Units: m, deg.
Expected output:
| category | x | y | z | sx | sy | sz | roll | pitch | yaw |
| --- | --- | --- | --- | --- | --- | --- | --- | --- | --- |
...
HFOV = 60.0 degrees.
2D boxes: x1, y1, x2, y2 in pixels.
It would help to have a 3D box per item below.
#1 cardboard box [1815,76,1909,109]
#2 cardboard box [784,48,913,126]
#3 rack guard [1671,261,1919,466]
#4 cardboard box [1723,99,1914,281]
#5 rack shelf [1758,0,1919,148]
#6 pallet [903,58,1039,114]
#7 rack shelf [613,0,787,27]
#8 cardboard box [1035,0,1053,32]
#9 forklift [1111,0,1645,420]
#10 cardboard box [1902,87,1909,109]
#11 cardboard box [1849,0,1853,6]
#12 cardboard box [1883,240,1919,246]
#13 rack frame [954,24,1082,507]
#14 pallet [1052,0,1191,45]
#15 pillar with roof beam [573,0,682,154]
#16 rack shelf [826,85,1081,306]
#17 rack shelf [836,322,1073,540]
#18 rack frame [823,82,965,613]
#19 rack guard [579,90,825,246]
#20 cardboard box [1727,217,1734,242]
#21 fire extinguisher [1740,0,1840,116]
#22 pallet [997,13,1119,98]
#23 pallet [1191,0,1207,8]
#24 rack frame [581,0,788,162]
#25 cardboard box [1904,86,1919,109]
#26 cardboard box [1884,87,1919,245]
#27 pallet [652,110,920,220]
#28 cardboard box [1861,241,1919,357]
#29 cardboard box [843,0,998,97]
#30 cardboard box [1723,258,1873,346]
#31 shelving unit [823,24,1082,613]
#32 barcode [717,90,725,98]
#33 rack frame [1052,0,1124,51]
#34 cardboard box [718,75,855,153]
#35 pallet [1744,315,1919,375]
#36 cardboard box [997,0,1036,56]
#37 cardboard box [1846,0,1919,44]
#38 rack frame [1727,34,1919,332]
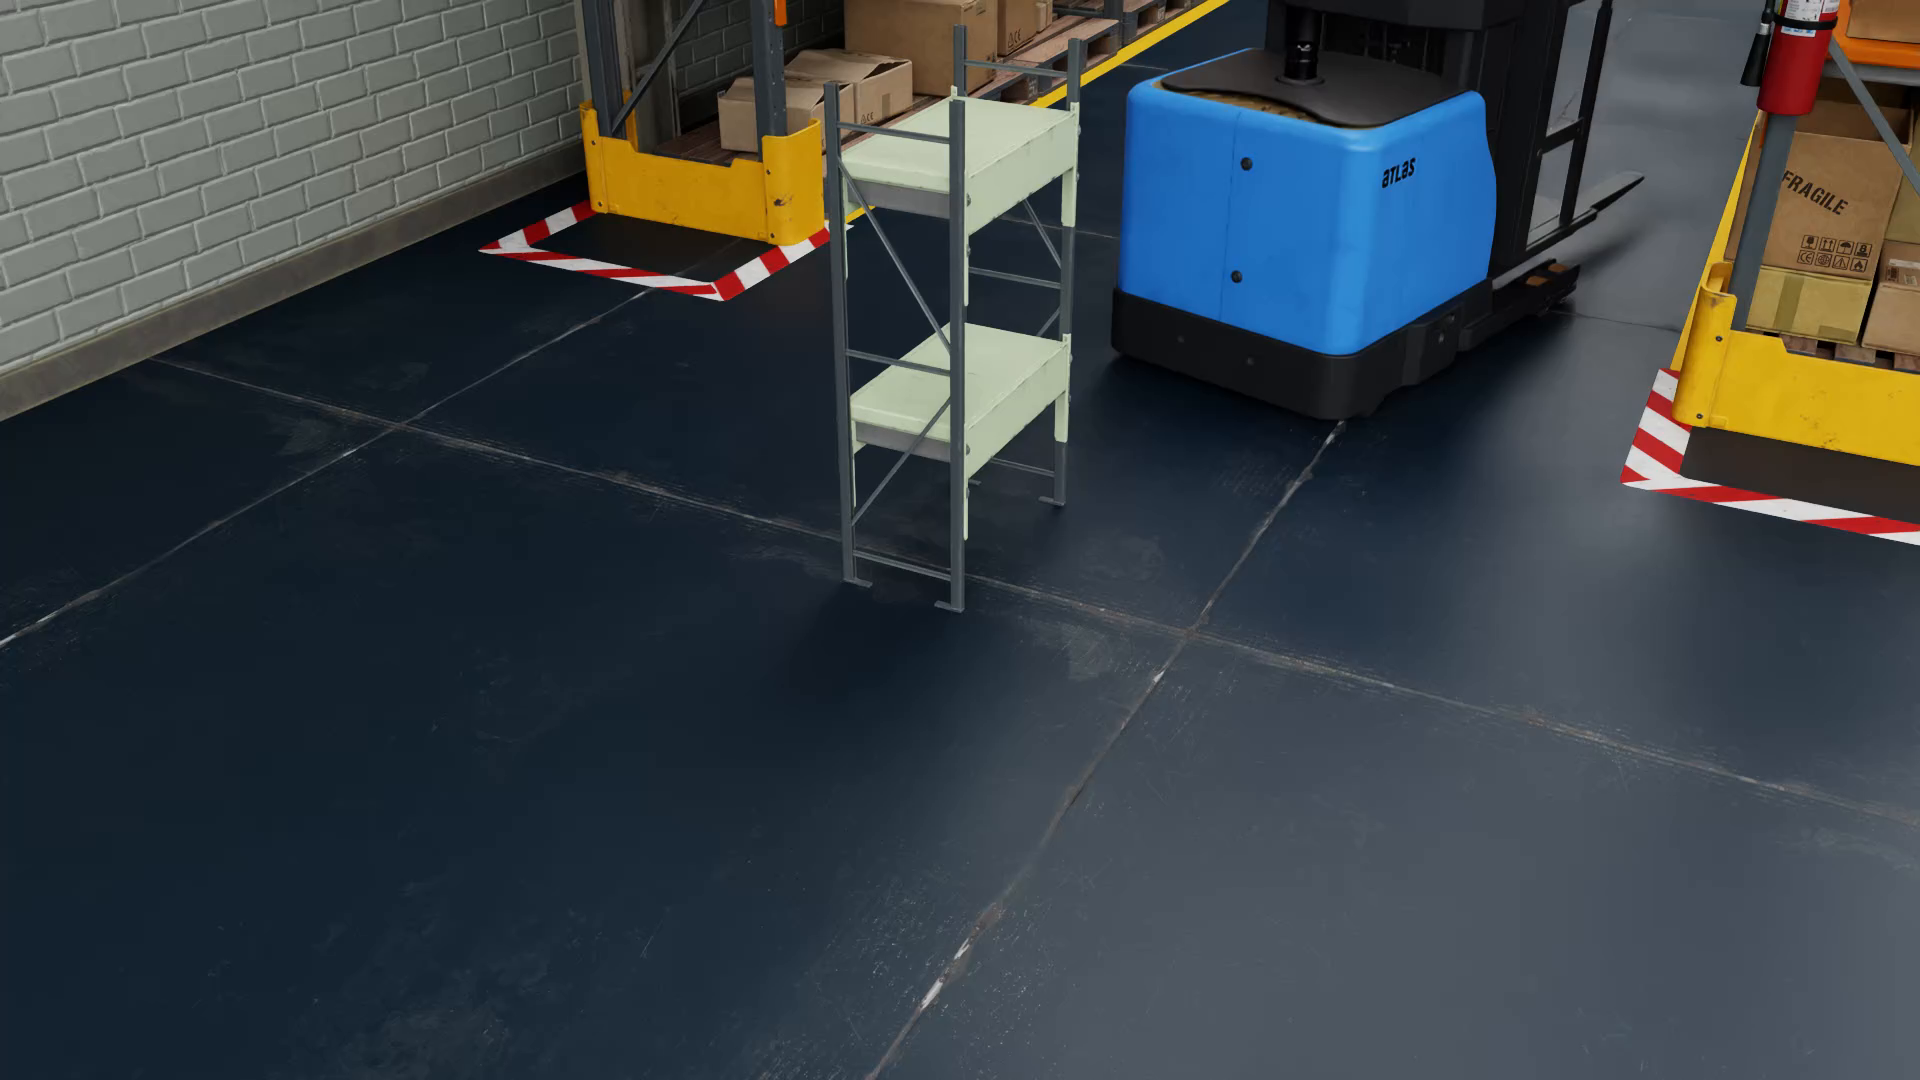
| category | x | y | z | sx | sy | sz | roll | pitch | yaw |
| --- | --- | --- | --- | --- | --- | --- | --- | --- | --- |
| cardboard box | 3.588 | -1.751 | 6.874 | 0.500 | 0.500 | 0.500 | 14 | 33 | 23 |
| cardboard box | -0.590 | -2.371 | 8.624 | 0.500 | 0.311 | 0.500 | 17 | 34 | 27 |
| rack guard | 3.155 | -0.590 | 5.775 | 1.175 | 0.500 | 0.348 | 14 | 33 | 23 |
| cardboard box | 3.146 | -1.305 | 6.096 | 0.500 | 0.500 | 0.500 | 14 | 33 | 23 |
| rack shelf | 4.077 | -2.259 | 6.895 | 1.077 | 0.370 | 4.000 | 14 | 33 | 23 |
| pallet | -0.252 | -2.522 | 9.430 | 1.003 | 0.211 | 1.213 | 14 | 33 | 23 |
| rack shelf | -0.334 | -3.381 | 8.849 | 1.077 | 0.370 | 4.000 | 14 | 33 | 23 |
| cardboard box | 0.360 | -3.298 | 10.385 | 0.380 | 0.166 | 0.250 | 10 | 31 | 17 |
| forklift | 1.942 | -2.342 | 6.384 | 1.130 | 2.935 | 3.031 | 24 | 38 | 36 |
| cardboard box | 4.294 | -1.851 | 7.048 | 0.500 | 0.500 | 0.500 | 14 | 33 | 23 |
| cardboard box | 3.625 | -2.166 | 5.909 | 0.700 | 0.500 | 0.500 | 15 | 33 | 25 |
| cardboard box | 3.833 | -1.084 | 6.465 | 0.500 | 0.250 | 0.500 | 14 | 33 | 23 |
| rack frame | 0.164 | -0.810 | 5.154 | 0.400 | 1.500 | 0.023 | 14 | 33 | 23 |
| pallet | 0.930 | -3.716 | 11.509 | 1.003 | 0.211 | 1.213 | 14 | 33 | 23 |
| pillar with roof beam | 2.136 | -4.938 | 4.813 | 9.100 | 9.000 | 0.400 | 14 | 33 | 23 |
| rack shelf | -0.003 | -0.986 | 4.677 | 0.431 | 0.370 | 0.720 | 14 | 33 | 23 |
| rack shelf | -0.003 | -0.365 | 5.034 | 0.431 | 0.370 | 0.720 | 14 | 33 | 23 |
| rack frame | -0.170 | -0.485 | 4.589 | 0.400 | 1.500 | 0.023 | 14 | 33 | 23 |
| rack guard | -1.211 | -1.756 | 7.807 | 1.175 | 0.500 | 0.348 | 14 | 33 | 23 |
| cardboard box | 3.365 | -1.203 | 6.673 | 0.500 | 0.250 | 0.500 | 14 | 33 | 23 |
| fire extinguisher | 2.699 | -1.704 | 5.283 | 0.296 | 0.674 | 0.183 | 14 | 33 | 23 |
| pallet | 0.302 | -3.065 | 10.375 | 1.003 | 0.211 | 1.213 | 14 | 33 | 23 |
| pallet | 1.485 | -4.259 | 12.455 | 1.003 | 0.211 | 1.213 | 14 | 33 | 23 |
| rack frame | -1.245 | -2.807 | 7.125 | 1.000 | 3.000 | 0.127 | 14 | 33 | 23 |
| cardboard box | 4.051 | -1.633 | 6.669 | 0.500 | 0.500 | 0.500 | 14 | 33 | 23 |
| cardboard box | 3.835 | -1.409 | 6.278 | 0.500 | 0.500 | 0.500 | 14 | 33 | 23 |
| pallet | -0.809 | -1.983 | 8.492 | 1.003 | 0.211 | 1.213 | 14 | 33 | 23 |
| cardboard box | 3.609 | -0.862 | 6.078 | 0.500 | 0.250 | 0.500 | 14 | 33 | 23 |
| cardboard box | -0.212 | -2.766 | 9.124 | 0.700 | 0.500 | 0.500 | 12 | 32 | 20 |
| cardboard box | 3.147 | -0.979 | 6.282 | 0.500 | 0.250 | 0.500 | 14 | 33 | 23 |
| shelving unit | -0.003 | -0.647 | 4.871 | 0.431 | 1.500 | 0.755 | 14 | 33 | 23 |
| barcode | -1.198 | -2.221 | 8.354 | 0.001 | 0.075 | 0.075 | 14 | 33 | 23 |
| rack frame | 0.577 | -4.580 | 10.213 | 1.000 | 3.000 | 0.127 | 14 | 33 | 23 |
| cardboard box | -0.850 | -2.118 | 8.184 | 0.500 | 0.311 | 0.500 | 11 | 32 | 18 |
| pallet | 3.477 | -0.824 | 6.473 | 1.003 | 0.211 | 1.213 | 14 | 33 | 23 |
| cardboard box | 0.140 | -3.218 | 9.909 | 0.500 | 0.500 | 0.500 | 12 | 32 | 20 |
| cardboard box | 3.390 | -1.932 | 5.502 | 0.700 | 0.500 | 0.500 | 14 | 33 | 23 |
| rack frame | 3.166 | -1.685 | 5.171 | 1.000 | 3.000 | 0.127 | 14 | 33 | 23 |
